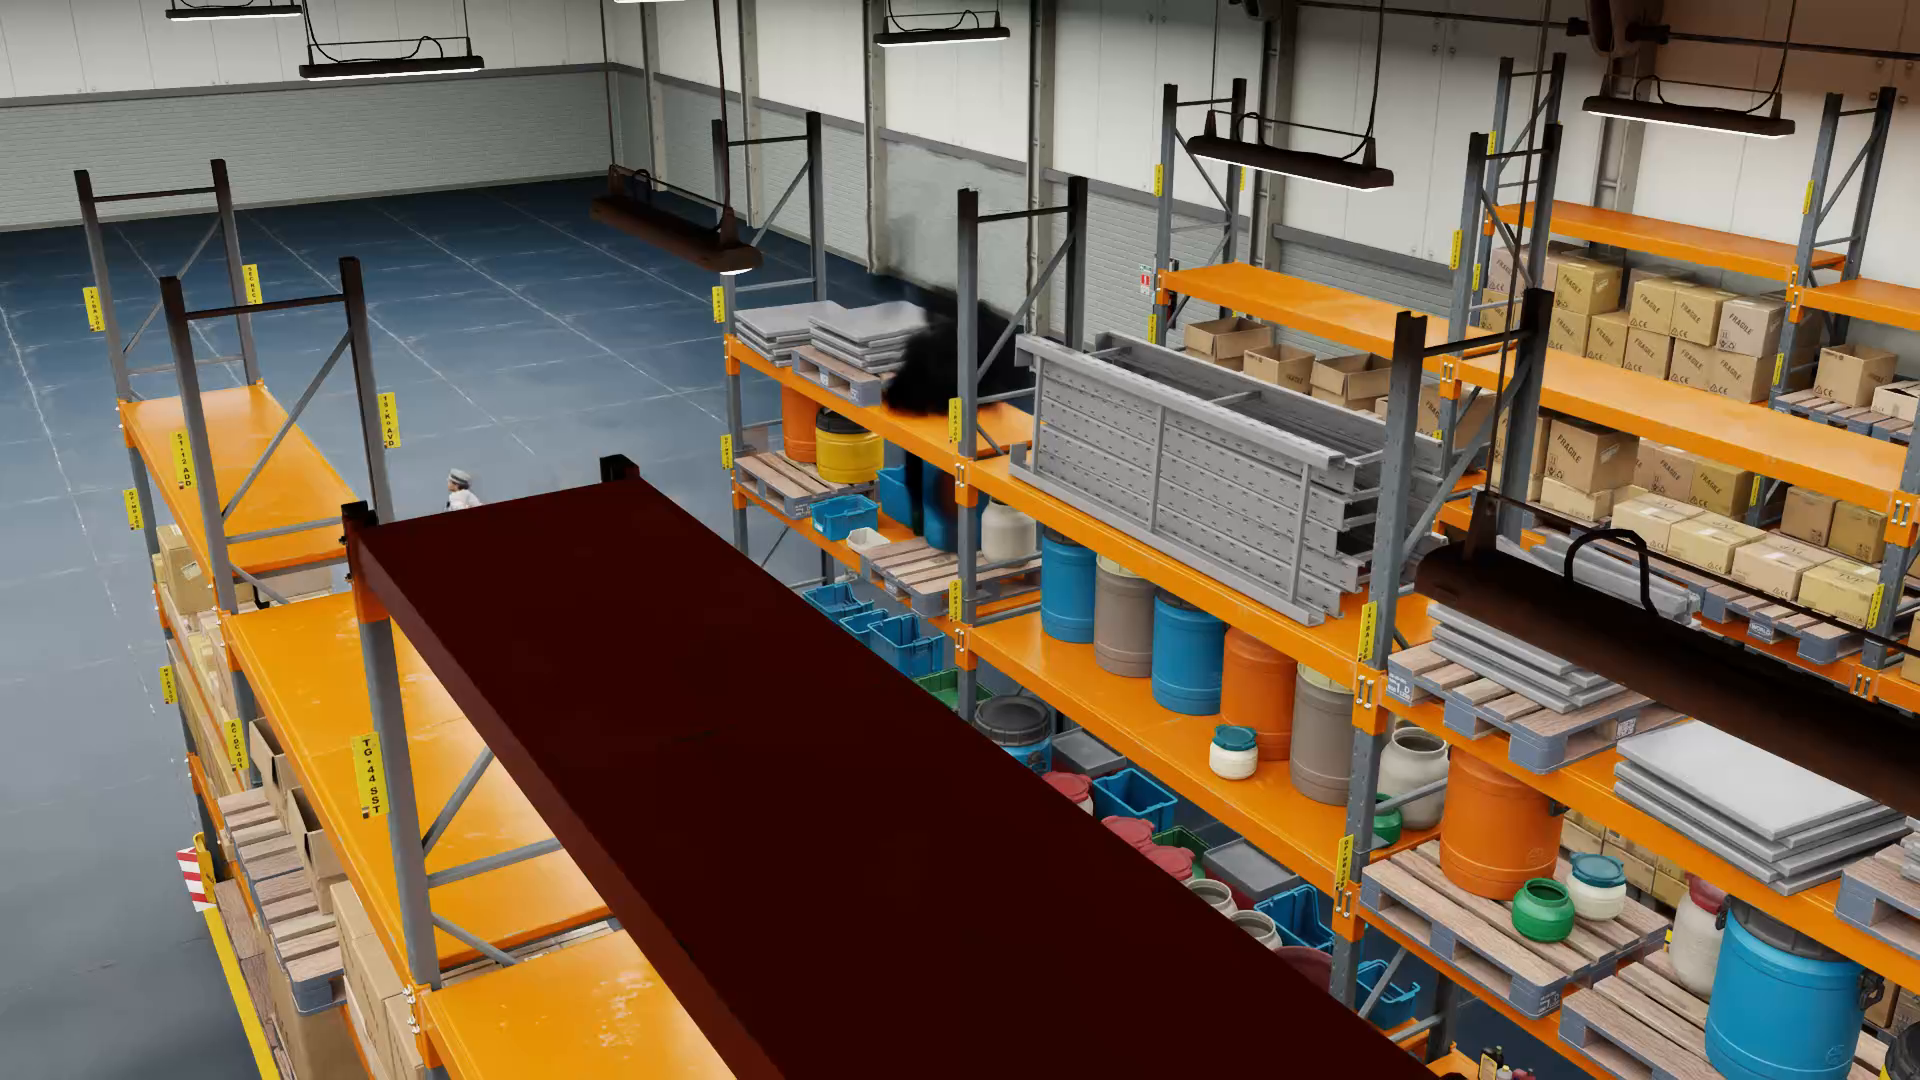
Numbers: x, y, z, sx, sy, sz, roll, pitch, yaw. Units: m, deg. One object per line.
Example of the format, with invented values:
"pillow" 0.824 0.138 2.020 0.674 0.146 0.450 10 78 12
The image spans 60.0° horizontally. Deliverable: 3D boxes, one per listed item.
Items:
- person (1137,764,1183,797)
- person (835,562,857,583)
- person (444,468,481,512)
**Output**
"person" 1.906 1.433 14.800 0.588 1.695 0.770 -19 29 -39
"person" -1.192 -0.263 19.861 0.676 1.672 0.625 -2 22 -5
"person" -5.825 -0.046 19.288 0.535 1.659 0.605 -3 22 -8
